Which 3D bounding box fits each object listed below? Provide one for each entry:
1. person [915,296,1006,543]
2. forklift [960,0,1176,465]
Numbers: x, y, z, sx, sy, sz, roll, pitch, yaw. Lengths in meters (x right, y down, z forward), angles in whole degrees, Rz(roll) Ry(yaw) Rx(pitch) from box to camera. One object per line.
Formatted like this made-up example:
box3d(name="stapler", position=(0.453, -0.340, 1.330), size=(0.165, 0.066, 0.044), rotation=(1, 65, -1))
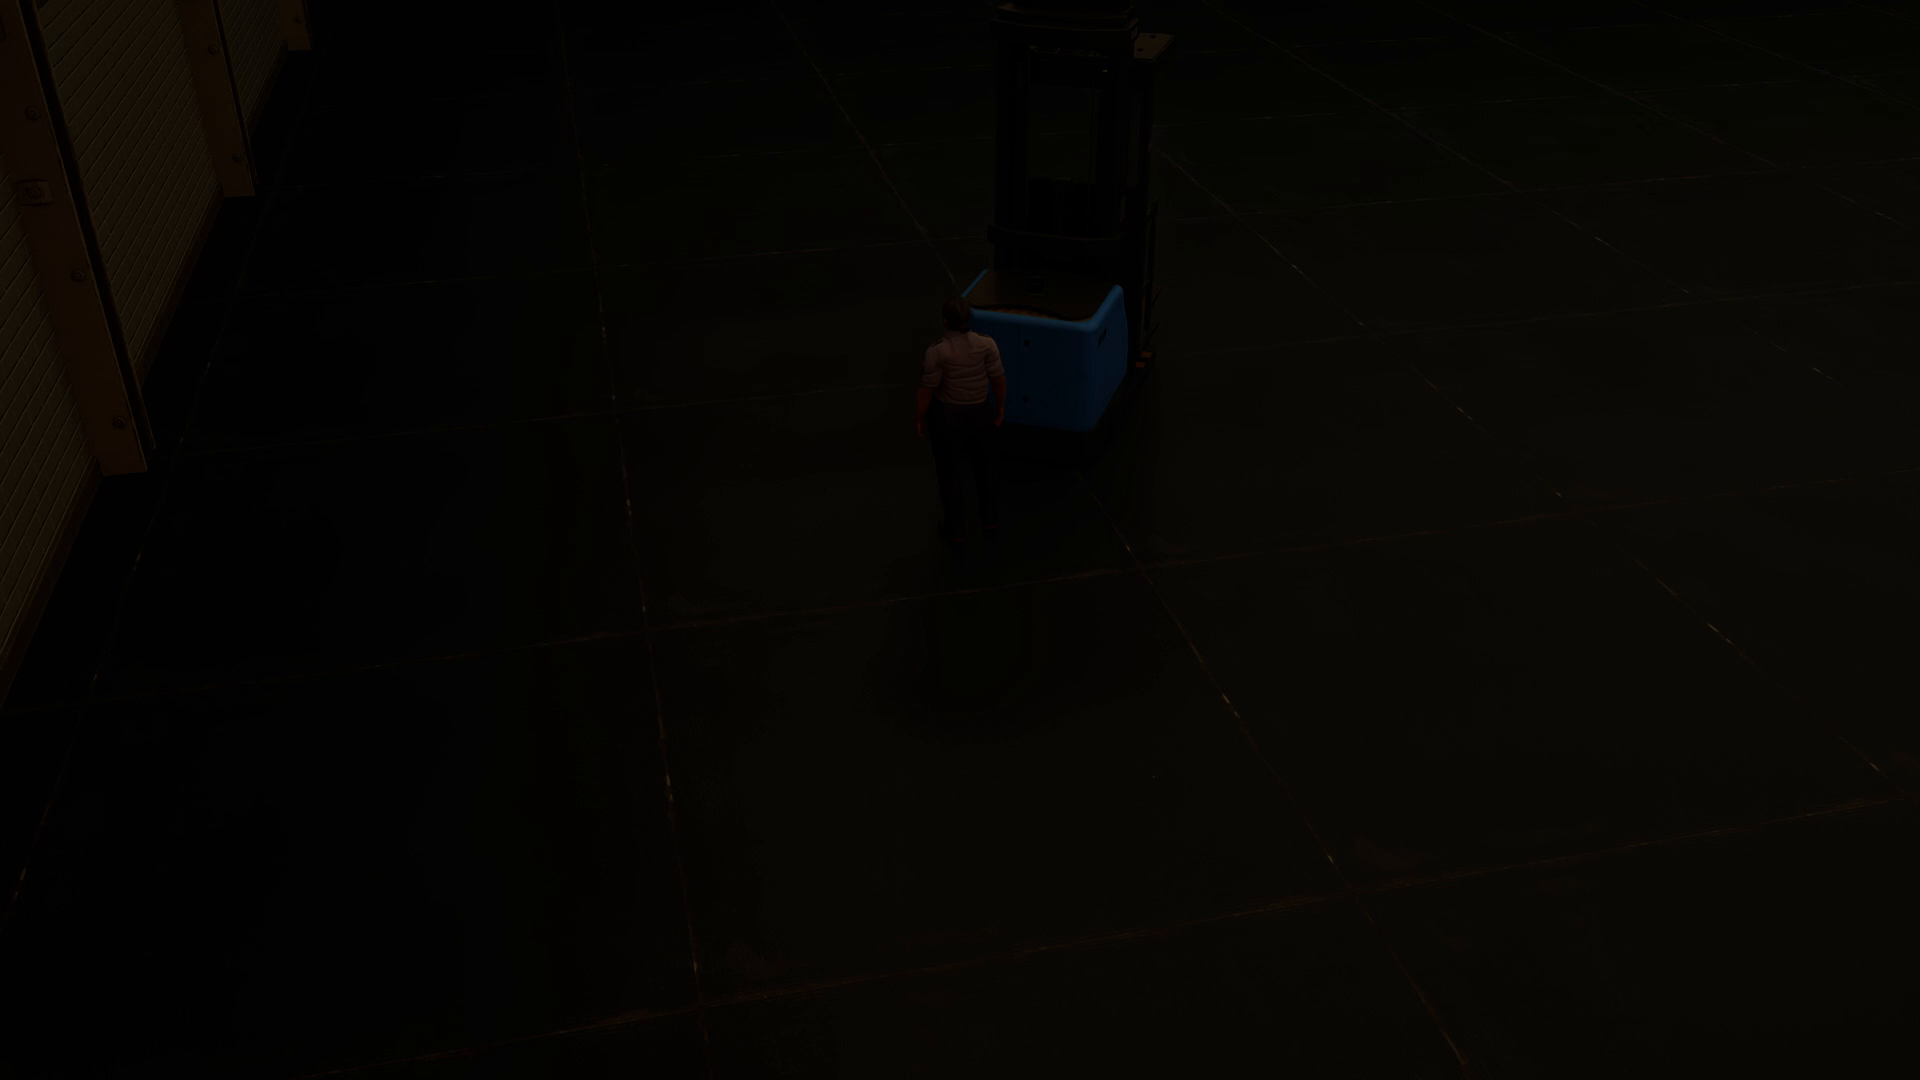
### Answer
box3d(name="person", position=(0.001, -0.766, 10.164), size=(0.598, 1.651, 0.502), rotation=(-7, 31, -12))
box3d(name="forklift", position=(0.857, -2.503, 11.898), size=(1.130, 2.935, 3.031), rotation=(9, 31, 16))
